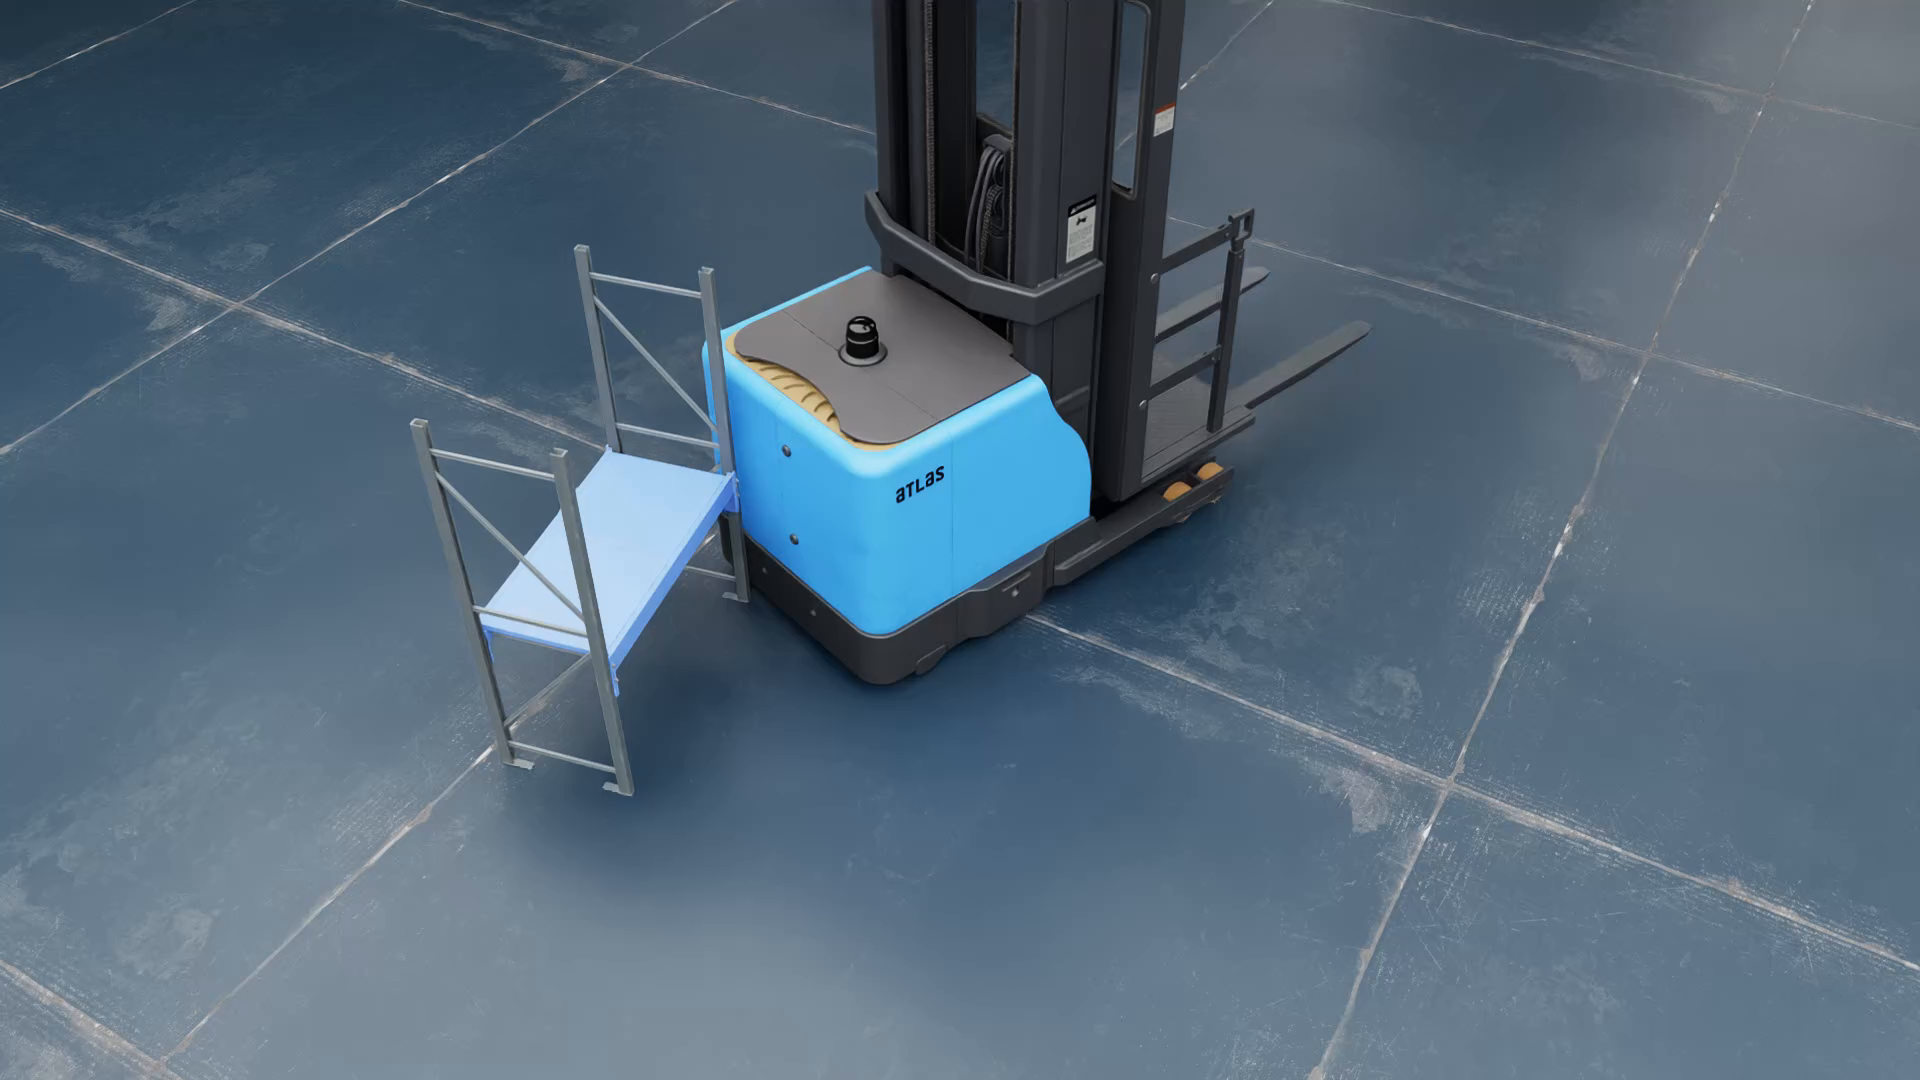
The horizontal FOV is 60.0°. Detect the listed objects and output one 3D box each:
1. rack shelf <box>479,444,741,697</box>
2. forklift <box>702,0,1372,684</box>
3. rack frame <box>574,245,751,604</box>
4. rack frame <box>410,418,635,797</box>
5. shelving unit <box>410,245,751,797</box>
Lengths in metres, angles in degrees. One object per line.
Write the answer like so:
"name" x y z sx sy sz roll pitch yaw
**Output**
"rack shelf" -1.213 0.081 5.796 0.538 0.185 1.000 12 43 13
"forklift" 0.503 -1.408 6.131 3.031 2.935 1.130 -30 49 -29
"rack frame" -1.057 -0.374 6.040 0.500 1.500 0.032 12 43 13
"rack frame" -1.368 0.265 5.314 0.500 1.500 0.032 12 43 13
"shelving unit" -1.213 -0.054 5.677 0.538 1.500 1.048 12 43 13
